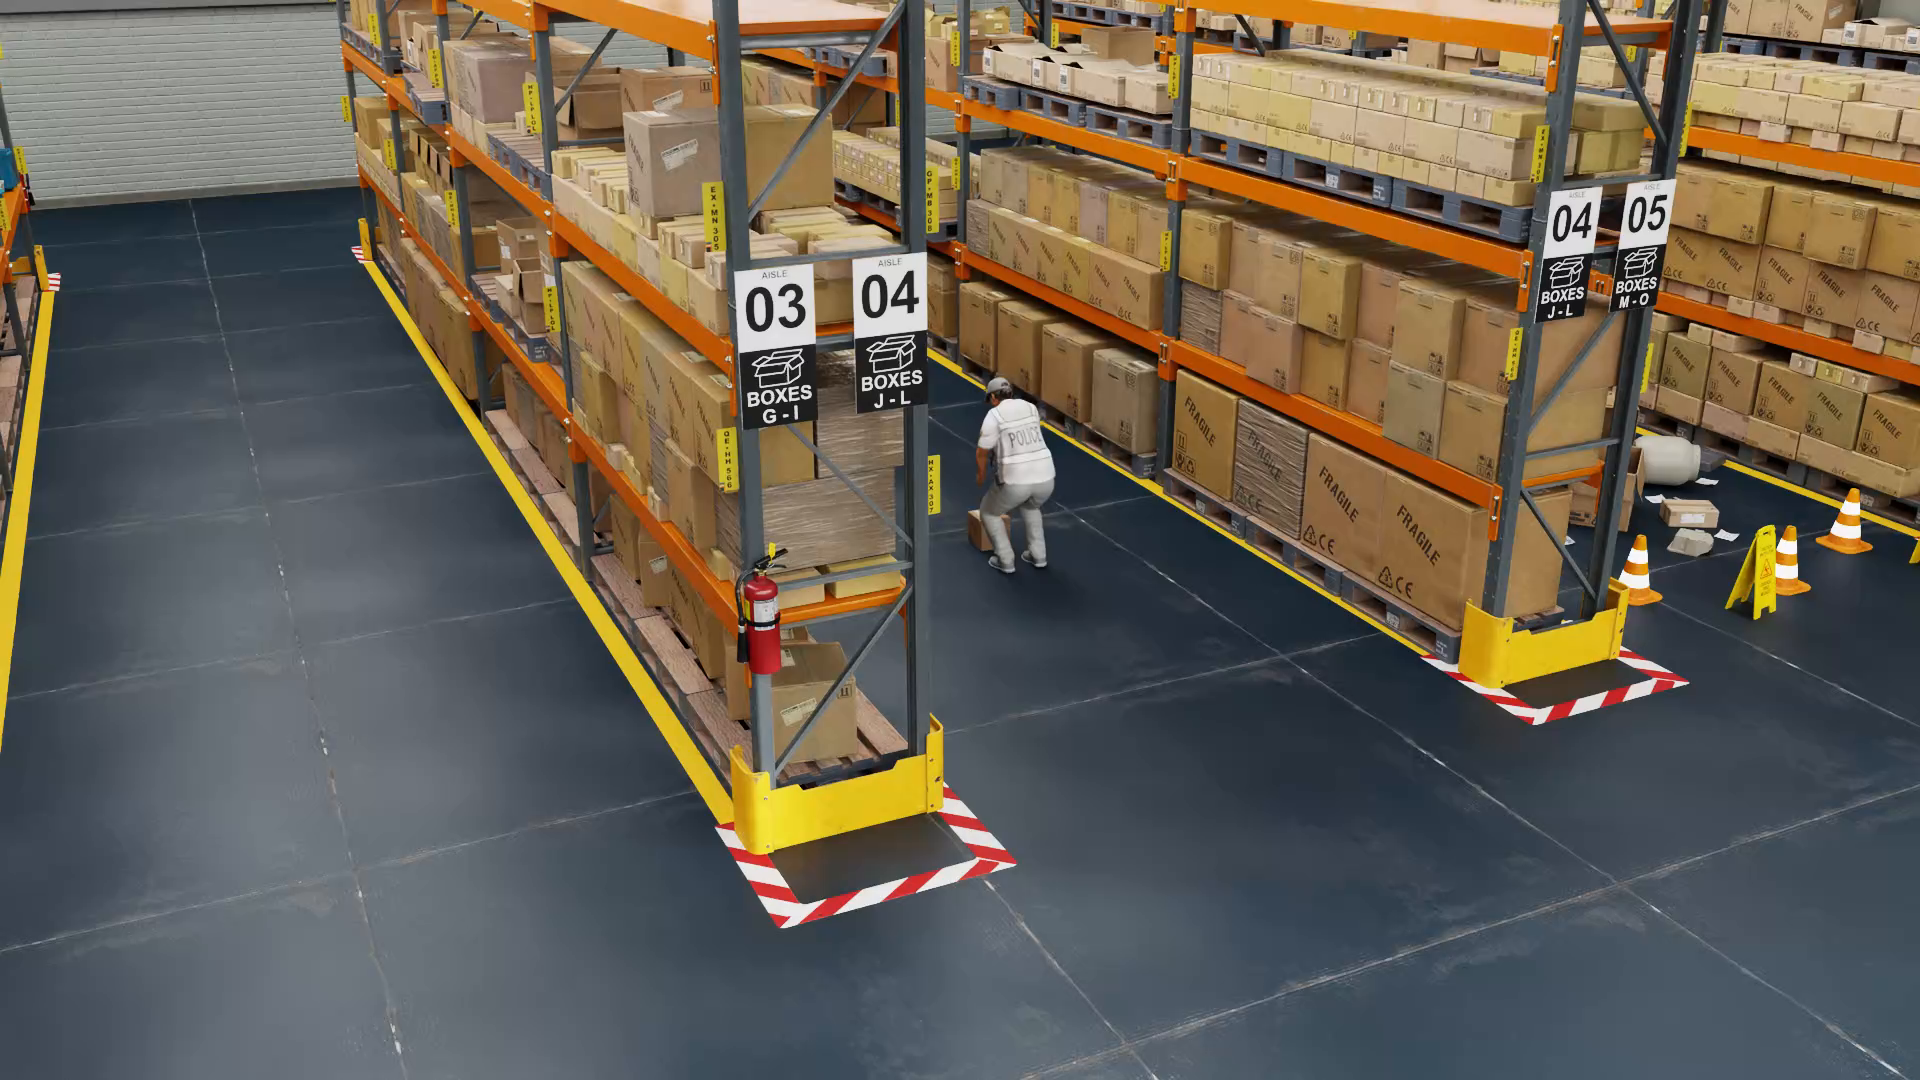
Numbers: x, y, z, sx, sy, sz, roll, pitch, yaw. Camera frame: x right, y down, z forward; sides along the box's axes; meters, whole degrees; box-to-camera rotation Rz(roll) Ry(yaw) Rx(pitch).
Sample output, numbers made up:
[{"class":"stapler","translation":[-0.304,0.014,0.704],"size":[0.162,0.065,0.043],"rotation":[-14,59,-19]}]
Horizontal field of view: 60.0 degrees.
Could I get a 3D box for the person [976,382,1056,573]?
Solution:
[{"class":"person","translation":[0.400,-0.459,12.452],"size":[0.532,1.421,0.640],"rotation":[-10,24,-23]}]
